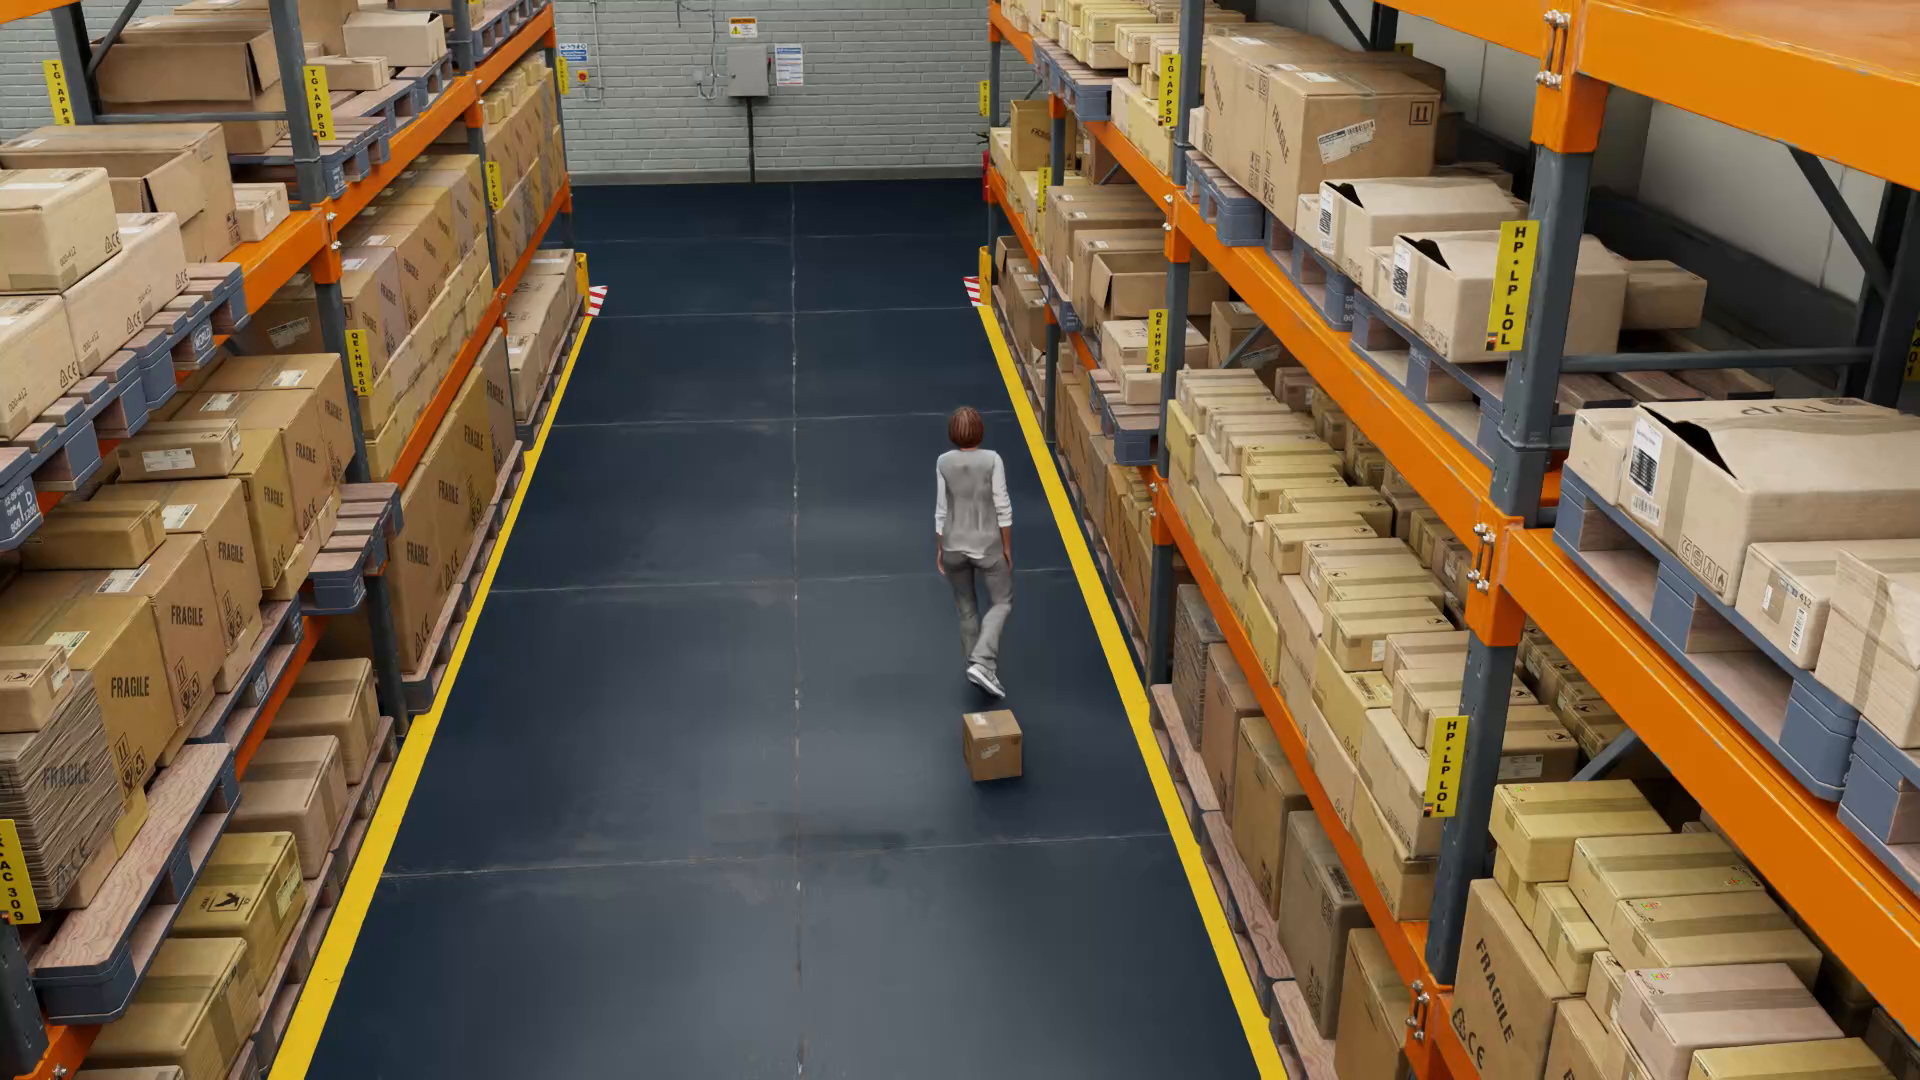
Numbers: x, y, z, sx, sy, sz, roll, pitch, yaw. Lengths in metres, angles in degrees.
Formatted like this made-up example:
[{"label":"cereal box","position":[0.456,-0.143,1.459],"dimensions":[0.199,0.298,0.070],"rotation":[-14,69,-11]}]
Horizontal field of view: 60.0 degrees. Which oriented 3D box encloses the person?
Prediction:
[{"label":"person","position":[0.062,0.104,8.887],"dimensions":[0.449,1.570,0.596],"rotation":[5,25,10]}]
